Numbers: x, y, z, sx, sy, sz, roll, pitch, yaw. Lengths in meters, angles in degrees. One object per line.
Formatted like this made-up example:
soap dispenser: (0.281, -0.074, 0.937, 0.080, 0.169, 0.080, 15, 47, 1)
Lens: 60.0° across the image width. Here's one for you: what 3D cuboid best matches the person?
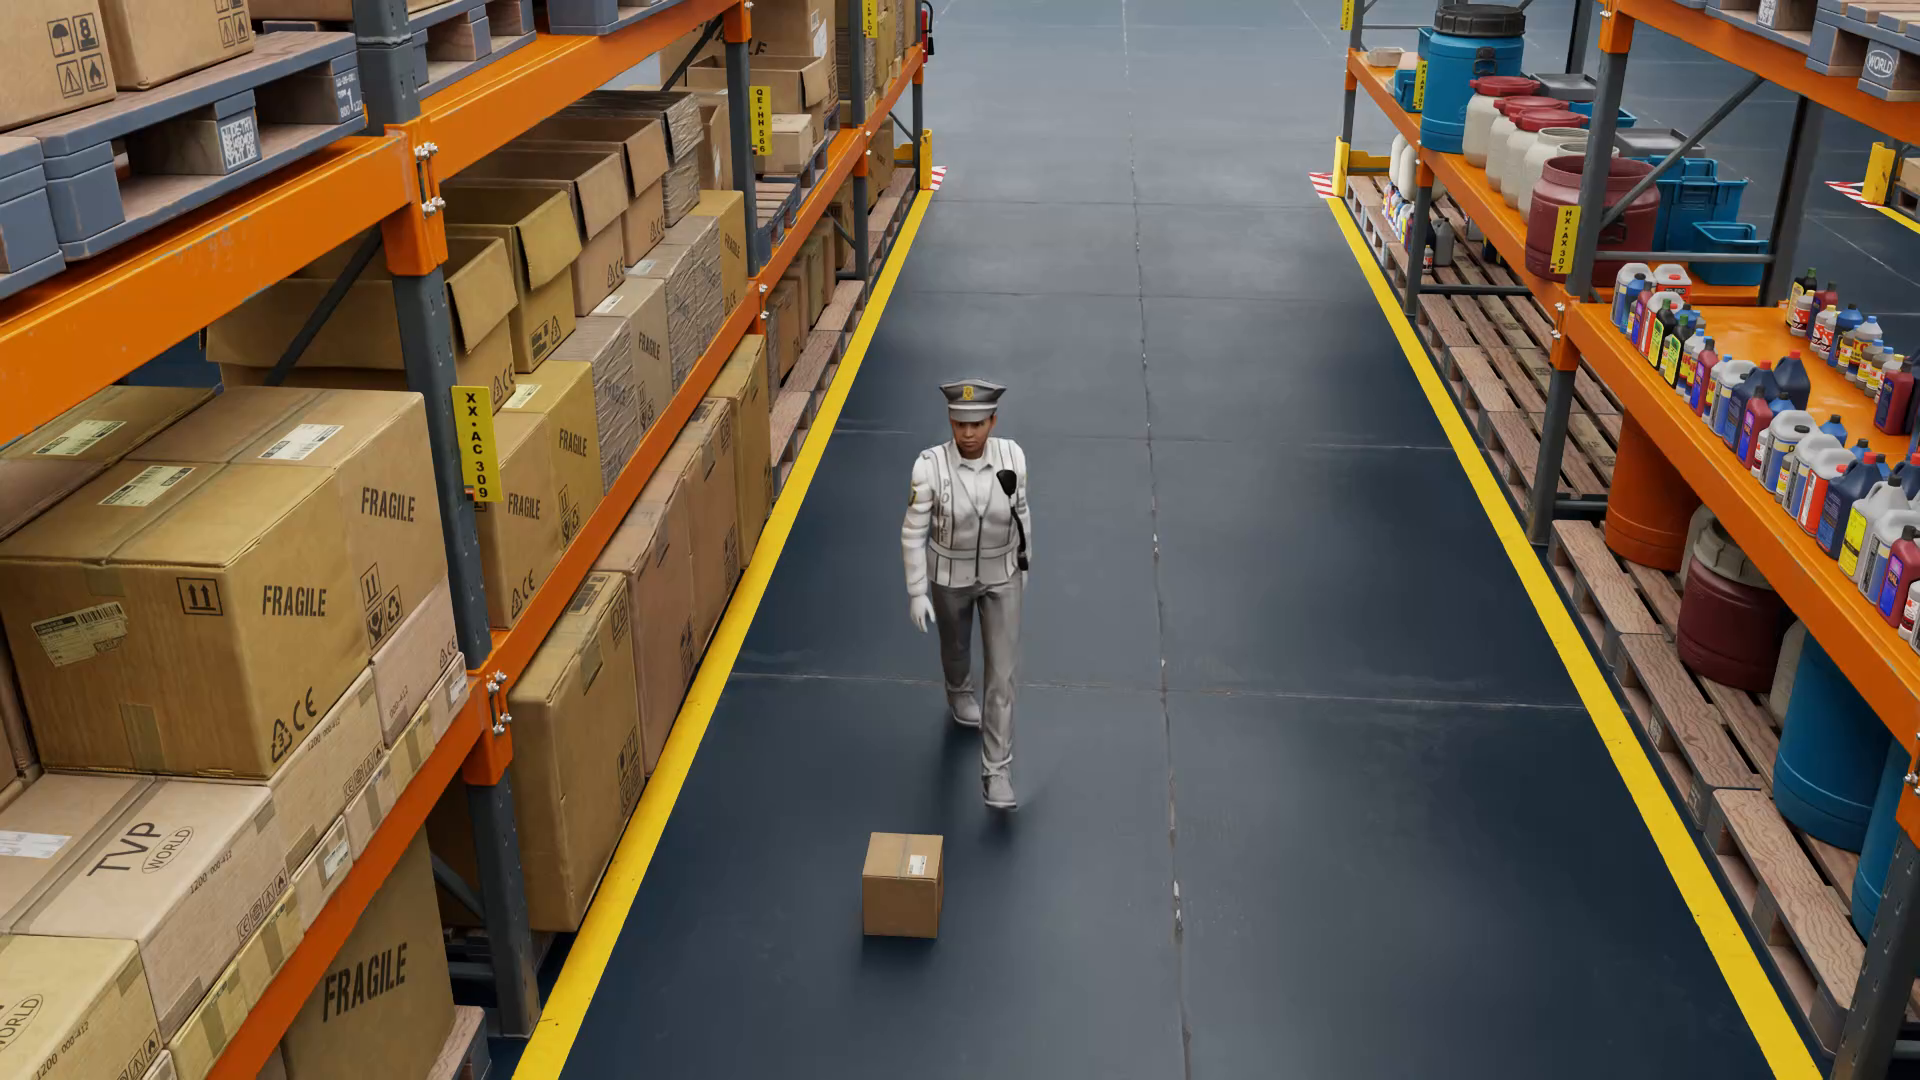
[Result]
person: (0.033, 0.144, 6.266, 0.508, 1.617, 0.997, -1, 25, -3)
